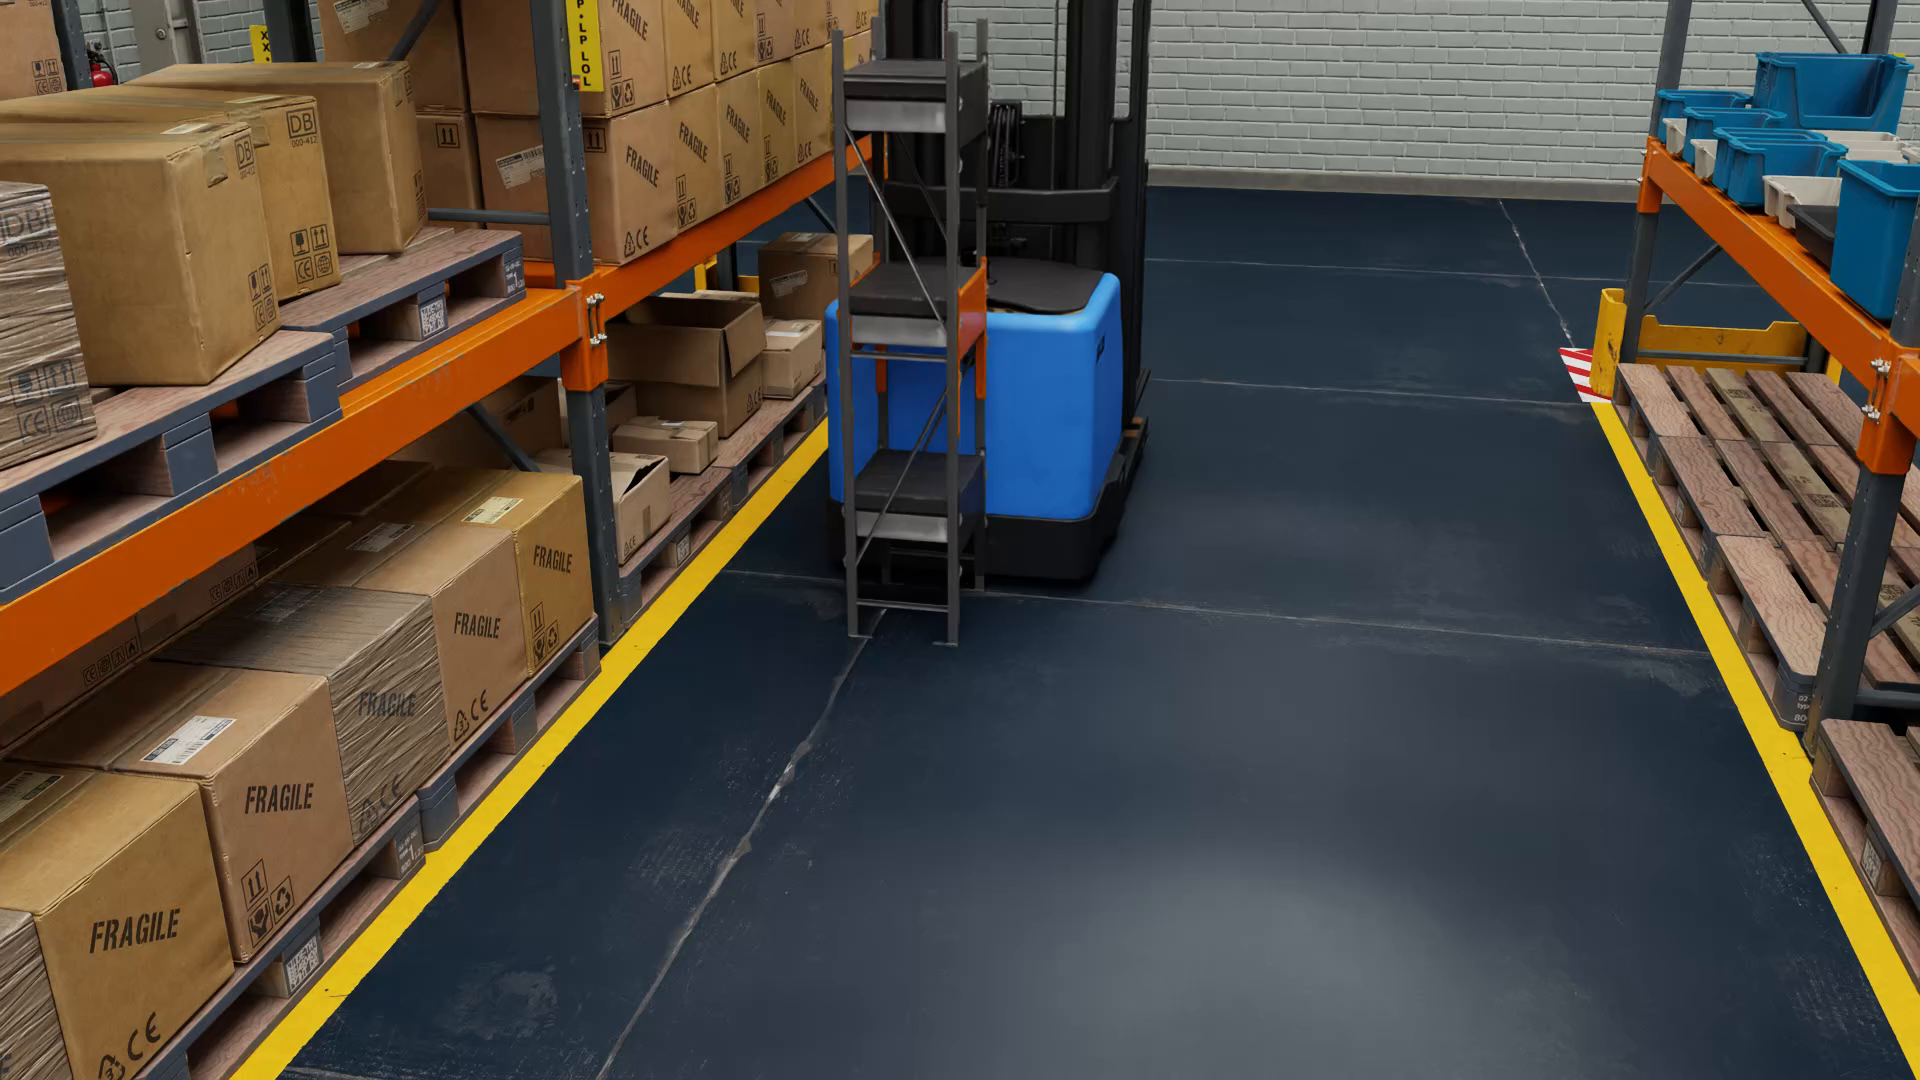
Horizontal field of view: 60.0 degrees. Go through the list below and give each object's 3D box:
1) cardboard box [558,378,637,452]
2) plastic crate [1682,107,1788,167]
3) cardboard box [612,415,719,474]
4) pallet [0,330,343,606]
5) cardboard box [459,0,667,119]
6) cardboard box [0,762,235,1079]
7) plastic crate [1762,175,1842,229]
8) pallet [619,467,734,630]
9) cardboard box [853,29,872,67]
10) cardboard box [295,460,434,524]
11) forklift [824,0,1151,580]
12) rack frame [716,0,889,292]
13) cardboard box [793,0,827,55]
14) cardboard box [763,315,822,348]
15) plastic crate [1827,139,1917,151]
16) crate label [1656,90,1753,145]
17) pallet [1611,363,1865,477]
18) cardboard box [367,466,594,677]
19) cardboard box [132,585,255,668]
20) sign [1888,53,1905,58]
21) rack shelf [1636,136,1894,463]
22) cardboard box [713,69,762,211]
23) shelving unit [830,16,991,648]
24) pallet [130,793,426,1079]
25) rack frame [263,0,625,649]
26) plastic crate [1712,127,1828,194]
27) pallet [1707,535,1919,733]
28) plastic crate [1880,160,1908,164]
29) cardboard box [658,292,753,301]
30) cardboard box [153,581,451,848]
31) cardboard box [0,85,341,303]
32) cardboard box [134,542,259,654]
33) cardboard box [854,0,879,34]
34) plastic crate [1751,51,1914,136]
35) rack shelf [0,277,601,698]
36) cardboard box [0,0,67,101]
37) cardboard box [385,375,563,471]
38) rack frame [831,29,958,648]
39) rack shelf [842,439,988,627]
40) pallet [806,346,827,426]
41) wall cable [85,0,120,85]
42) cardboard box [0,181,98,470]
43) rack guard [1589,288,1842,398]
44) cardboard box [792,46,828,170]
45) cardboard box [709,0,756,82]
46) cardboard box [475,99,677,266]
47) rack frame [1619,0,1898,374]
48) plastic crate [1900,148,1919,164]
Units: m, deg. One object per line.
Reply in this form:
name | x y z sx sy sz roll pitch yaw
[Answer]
cardboard box | -1.721 -0.528 7.160 0.500 0.311 0.500 4 22 11
plastic crate | 3.445 -1.795 7.439 0.416 0.233 0.300 4 22 11
cardboard box | -1.249 -0.411 7.062 0.380 0.166 0.250 4 22 11
pallet | -2.137 -0.227 3.658 1.003 0.211 1.213 4 22 11
cardboard box | -1.341 -1.728 5.657 0.500 0.500 0.500 5 22 12
cardboard box | -1.948 0.832 3.530 0.500 0.500 0.500 4 22 10
plastic crate | 3.197 -1.253 6.223 0.293 0.136 0.466 4 22 11
pallet | -1.572 -0.024 6.632 1.003 0.211 1.213 4 22 11
cardboard box | -0.721 -2.392 8.643 0.500 0.500 0.500 5 23 13
cardboard box | -2.050 0.047 5.479 0.500 0.500 0.500 3 22 8
forklift | 0.284 -1.728 7.221 1.130 2.935 3.031 4 22 11
rack frame | -0.897 -2.530 9.120 1.000 3.000 0.127 4 22 11
cardboard box | -0.922 -2.482 7.528 0.500 0.500 0.500 5 22 12
cardboard box | -0.937 -1.061 8.676 0.380 0.166 0.250 4 22 11
plastic crate | 3.889 -1.639 7.182 0.396 0.136 0.243 4 22 11
crate label | 3.579 -2.036 8.037 0.416 0.233 0.303 4 22 11
pallet | 3.746 -0.559 7.958 1.003 0.211 1.213 4 22 11
cardboard box | -1.533 0.091 5.370 0.500 0.500 0.500 4 22 11
cardboard box | -2.257 0.425 4.540 0.500 0.500 0.500 5 22 12
sign | 4.494 -2.191 8.059 0.100 0.325 0.005 4 22 11
rack shelf | 3.544 -1.086 6.497 1.077 0.370 4.000 4 22 11
cardboard box | -1.136 -1.649 6.800 0.500 0.500 0.500 4 22 11
shelving unit | -0.154 -0.697 5.774 0.431 2.100 0.503 4 22 11
pallet | -2.088 0.974 4.152 1.003 0.211 1.213 4 22 11
rack frame | -1.713 -1.067 5.488 1.000 3.000 0.127 4 22 11
plastic crate | 3.310 -1.554 6.842 0.416 0.233 0.300 4 22 11
pallet | 3.248 0.334 5.743 1.003 0.211 1.213 4 22 11
plastic crate | 3.814 -1.426 6.652 0.298 0.136 0.250 4 22 11
cardboard box | -1.387 -1.098 8.657 0.500 0.250 0.500 4 22 11
cardboard box | -1.745 0.454 4.468 0.500 0.500 0.500 5 22 12
cardboard box | -2.107 -0.896 4.366 0.700 0.500 0.500 8 23 19
cardboard box | -2.254 0.065 4.431 0.500 0.250 0.500 5 22 11
cardboard box | -0.718 -2.856 8.458 0.500 0.500 0.500 4 22 10
plastic crate | 4.066 -2.058 7.822 0.616 0.435 0.499 4 22 11
rack shelf | -2.121 -0.002 3.806 1.077 0.370 4.000 4 22 11
cardboard box | -5.841 -2.858 9.533 0.980 0.700 0.700 5 23 13
cardboard box | -1.874 -0.342 6.444 0.500 0.500 0.500 4 22 11
rack frame | -0.204 -0.608 5.552 0.400 2.100 0.015 4 22 11
rack shelf | -0.154 -0.035 6.041 0.431 0.518 0.480 4 22 11
pallet | -1.074 -0.917 8.848 1.003 0.211 1.213 4 22 11
wall cable | -6.412 -3.918 11.206 0.084 1.984 1.851 4 22 11
cardboard box | -2.137 -0.404 3.146 0.700 0.500 0.500 9 24 21
rack guard | 3.944 -1.001 8.670 1.175 0.500 0.348 4 22 11
cardboard box | -0.931 -2.020 7.719 0.500 0.500 0.500 5 22 11
cardboard box | -1.131 -2.105 6.592 0.500 0.500 0.500 4 22 9
cardboard box | -1.342 -1.279 5.880 0.500 0.500 0.500 5 22 12
rack frame | 3.952 -2.151 8.179 1.000 3.000 0.127 4 22 11
plastic crate | 3.628 -1.205 5.909 0.437 0.282 0.530 4 22 11
